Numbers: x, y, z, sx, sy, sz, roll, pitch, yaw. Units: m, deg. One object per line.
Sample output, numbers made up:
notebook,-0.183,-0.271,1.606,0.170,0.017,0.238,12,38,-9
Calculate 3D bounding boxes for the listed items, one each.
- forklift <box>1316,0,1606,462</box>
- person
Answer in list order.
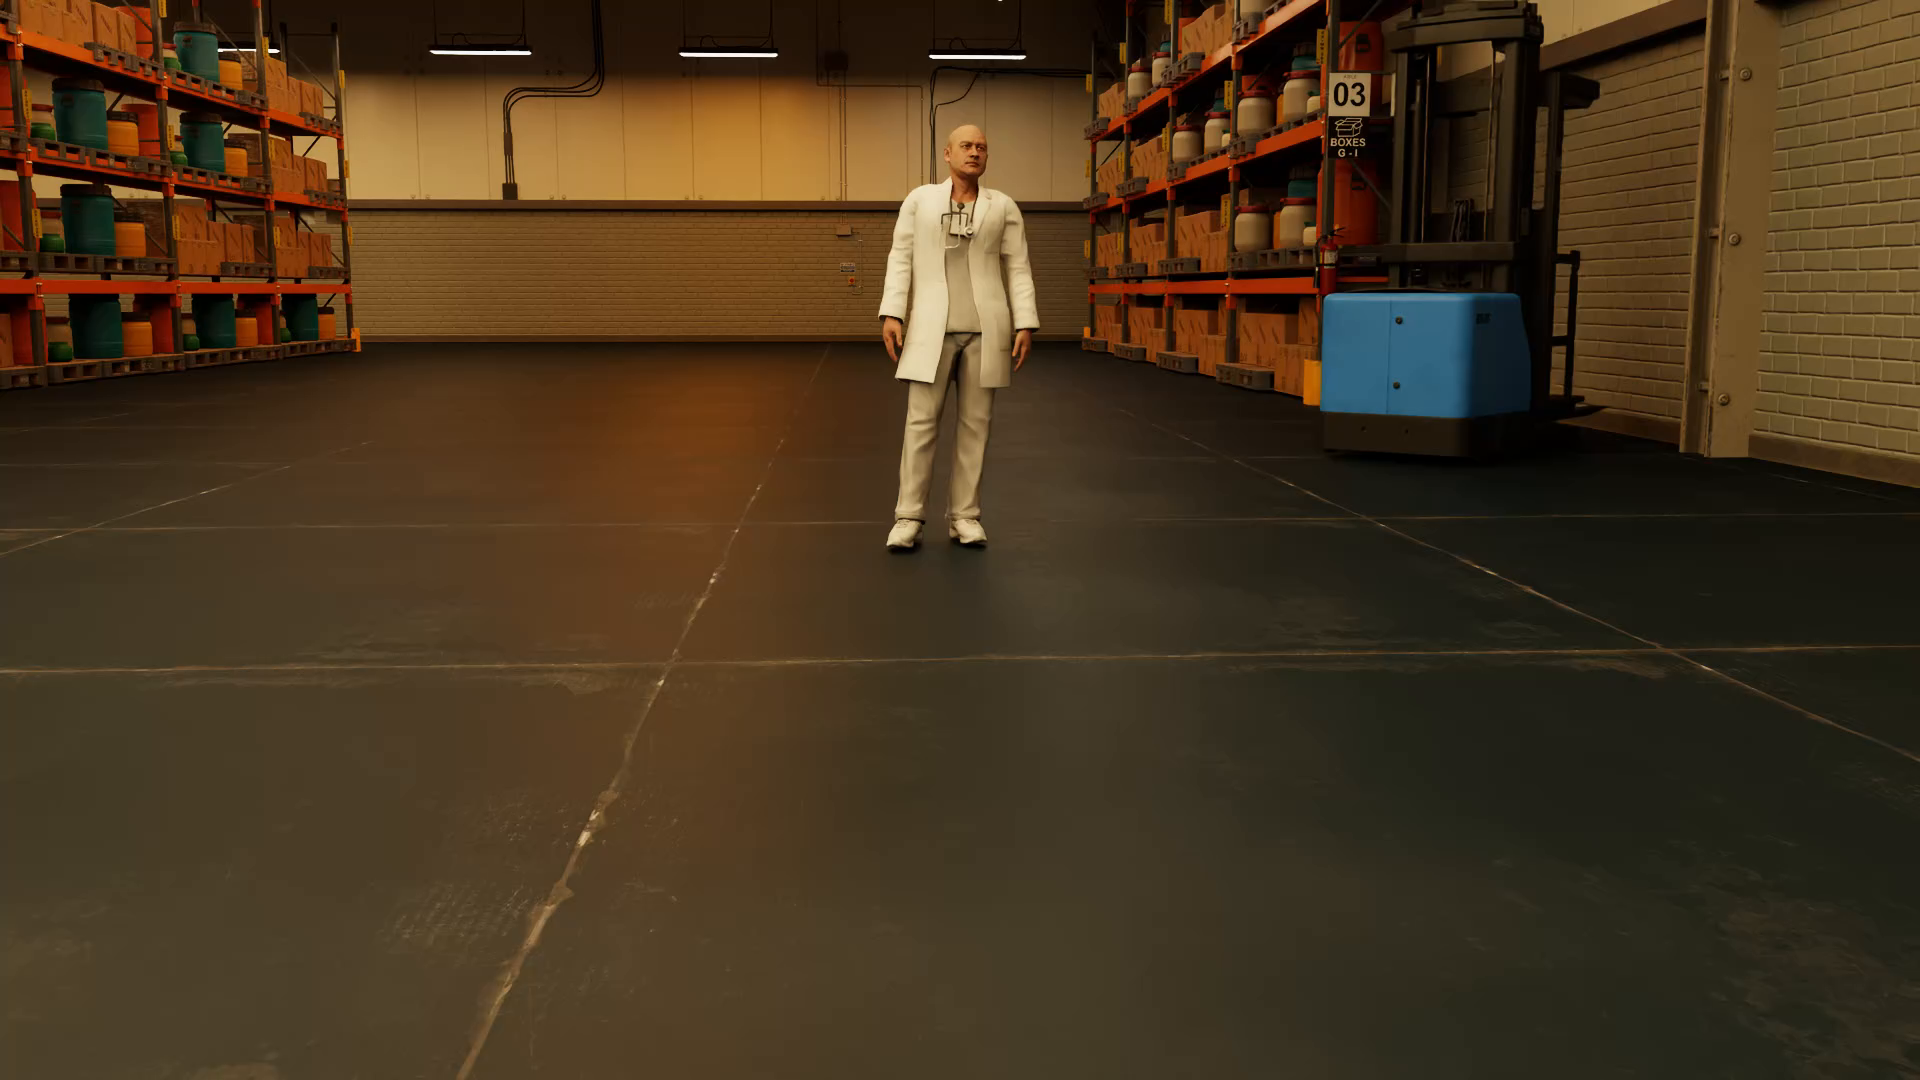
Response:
forklift,3.669,-2.103,11.493,1.130,2.935,3.031,7,11,39
person,0.002,-0.873,7.088,0.698,1.777,0.578,-1,8,-4
